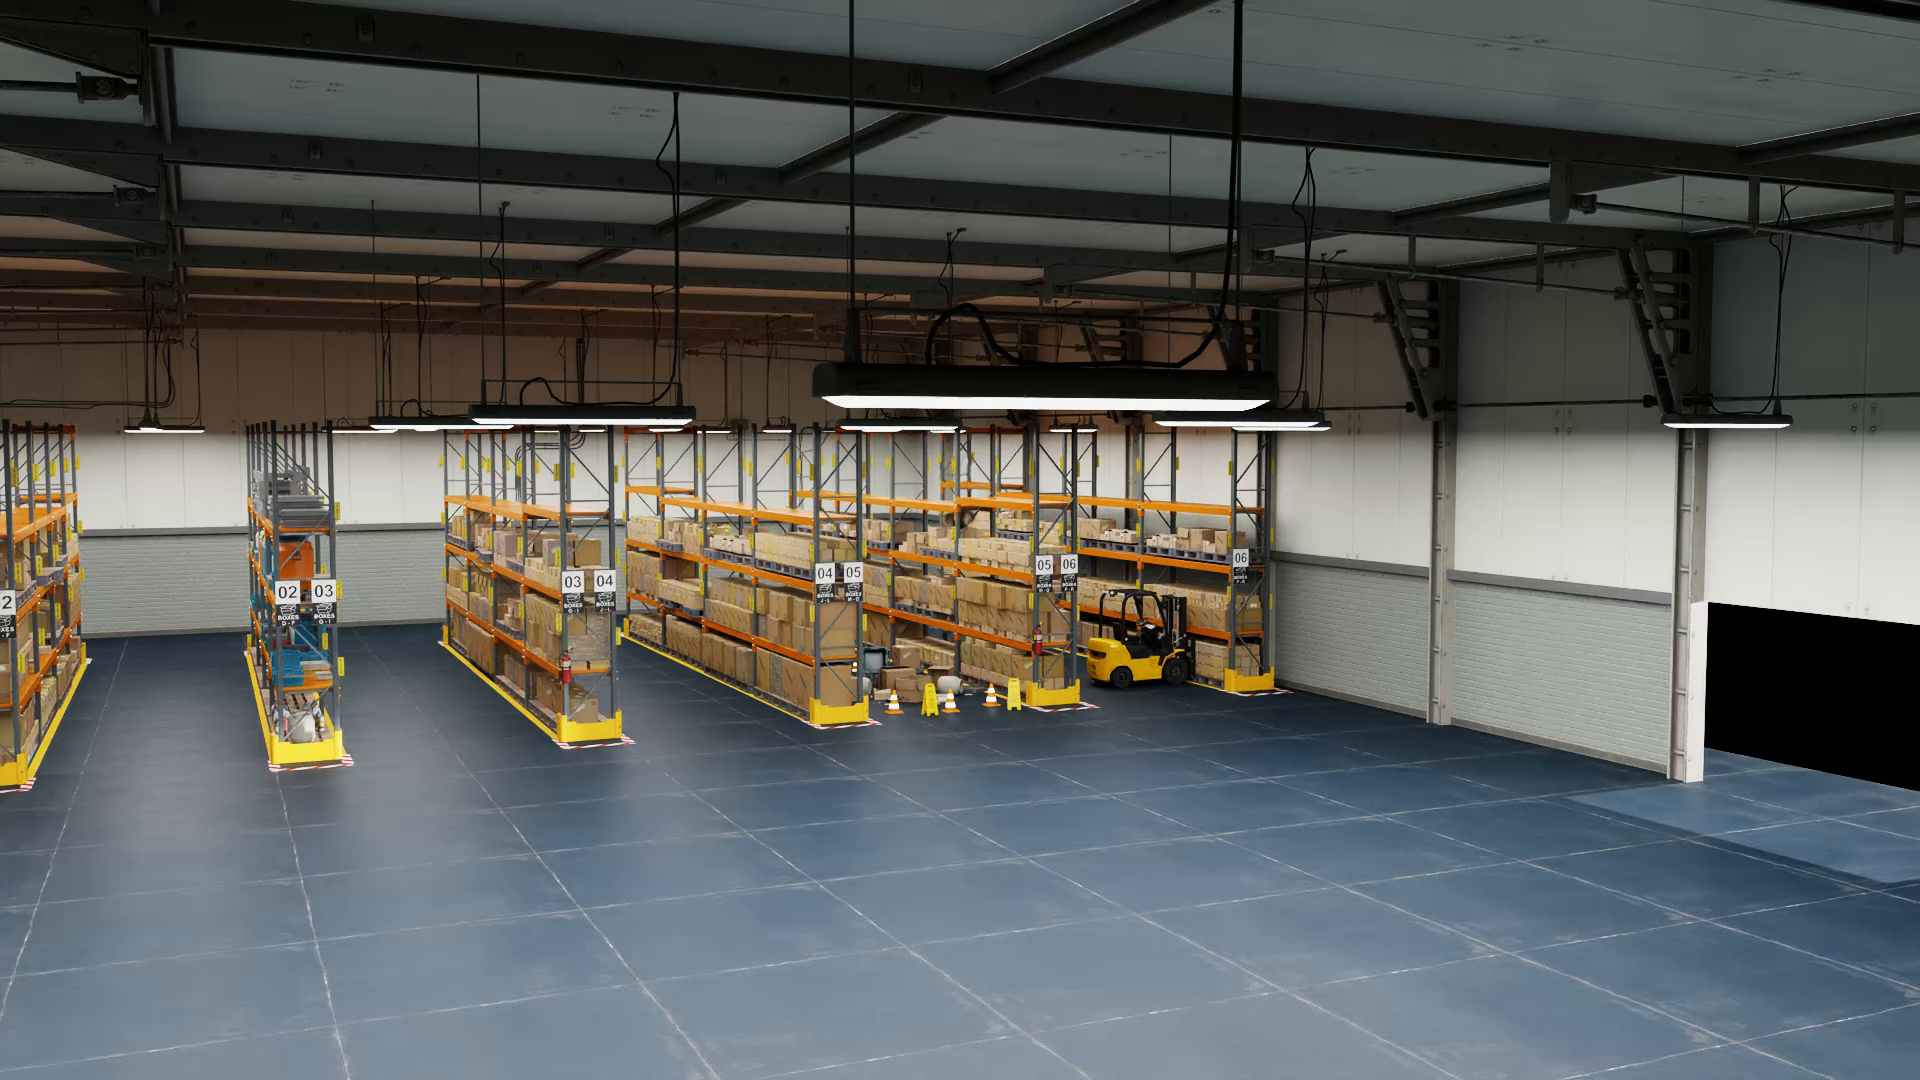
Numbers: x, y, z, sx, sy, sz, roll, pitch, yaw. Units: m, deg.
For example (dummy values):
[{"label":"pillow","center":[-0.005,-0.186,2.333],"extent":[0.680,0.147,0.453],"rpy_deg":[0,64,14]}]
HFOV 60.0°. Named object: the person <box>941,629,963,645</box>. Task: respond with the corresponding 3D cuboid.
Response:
[{"label":"person","center":[-0.191,2.045,44.818],"extent":[0.668,1.816,1.168],"rpy_deg":[-1,4,-22]}]
